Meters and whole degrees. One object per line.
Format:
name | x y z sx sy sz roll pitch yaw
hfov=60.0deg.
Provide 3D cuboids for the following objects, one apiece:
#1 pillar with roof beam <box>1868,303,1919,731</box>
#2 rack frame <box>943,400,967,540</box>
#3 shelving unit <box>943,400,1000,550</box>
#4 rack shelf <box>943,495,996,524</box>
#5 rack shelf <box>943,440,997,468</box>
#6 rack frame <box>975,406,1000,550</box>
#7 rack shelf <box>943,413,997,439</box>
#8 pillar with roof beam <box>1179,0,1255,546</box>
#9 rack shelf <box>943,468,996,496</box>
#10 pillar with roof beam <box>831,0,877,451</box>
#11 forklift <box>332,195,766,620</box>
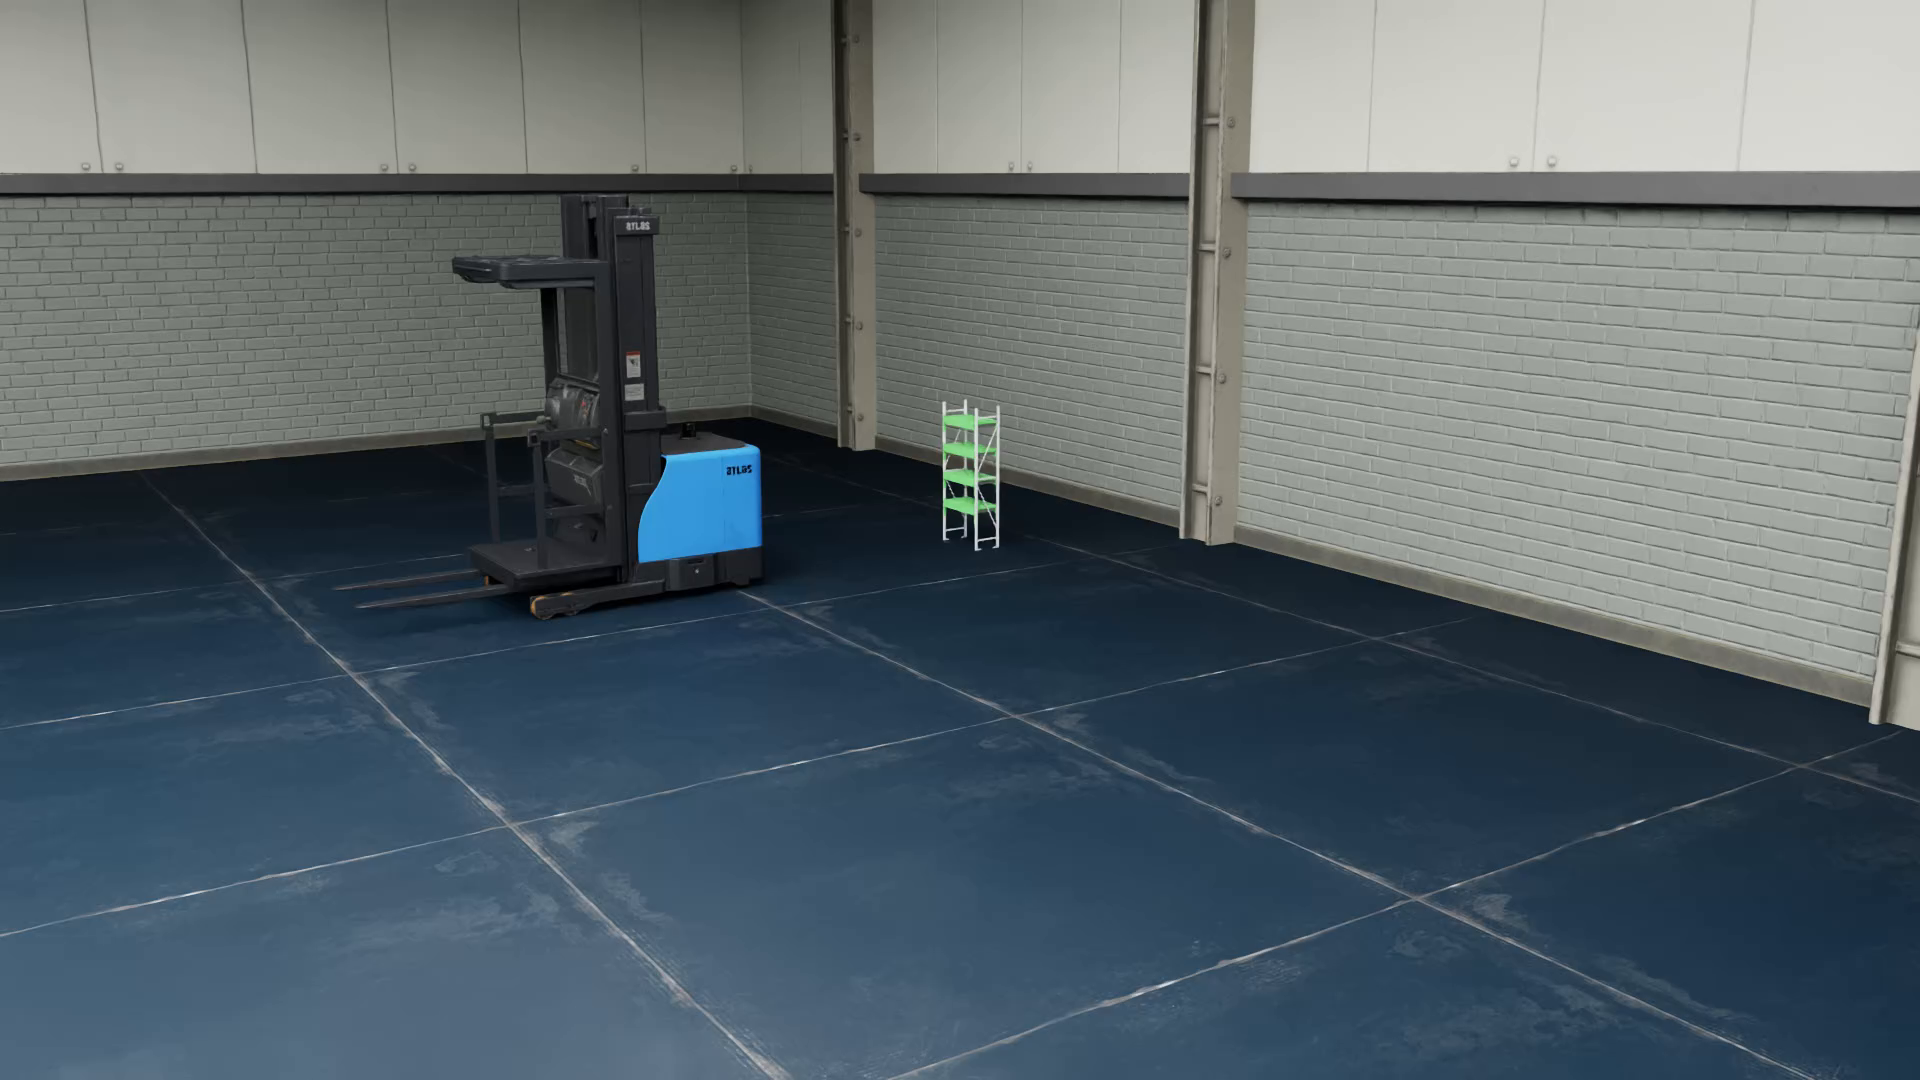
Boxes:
pillar with roof beam | 1.879 -2.822 6.200 9.100 9.000 0.400 -8 15 -33
rack frame | -0.043 -0.600 14.297 0.240 1.200 0.015 -8 15 -33
shelving unit | 0.092 -0.557 14.099 0.258 1.200 0.503 -8 15 -33
rack shelf | 0.092 -0.260 14.164 0.258 0.148 0.480 -8 15 -33
rack shelf | 0.092 -0.729 14.061 0.258 0.148 0.480 -8 15 -33
rack frame | 0.227 -0.513 13.901 0.240 1.200 0.015 -8 15 -33
rack shelf | 0.092 -0.963 14.010 0.258 0.148 0.480 -8 15 -33
pillar with roof beam | -1.446 -3.889 11.080 9.100 9.000 0.400 -8 15 -33
rack shelf | 0.092 -0.494 14.113 0.258 0.148 0.480 -8 15 -33
pillar with roof beam | -4.770 -4.956 15.960 9.100 9.000 0.400 -8 15 -33
forklift | -3.002 -0.996 12.055 3.031 2.935 1.130 -8 15 -33
